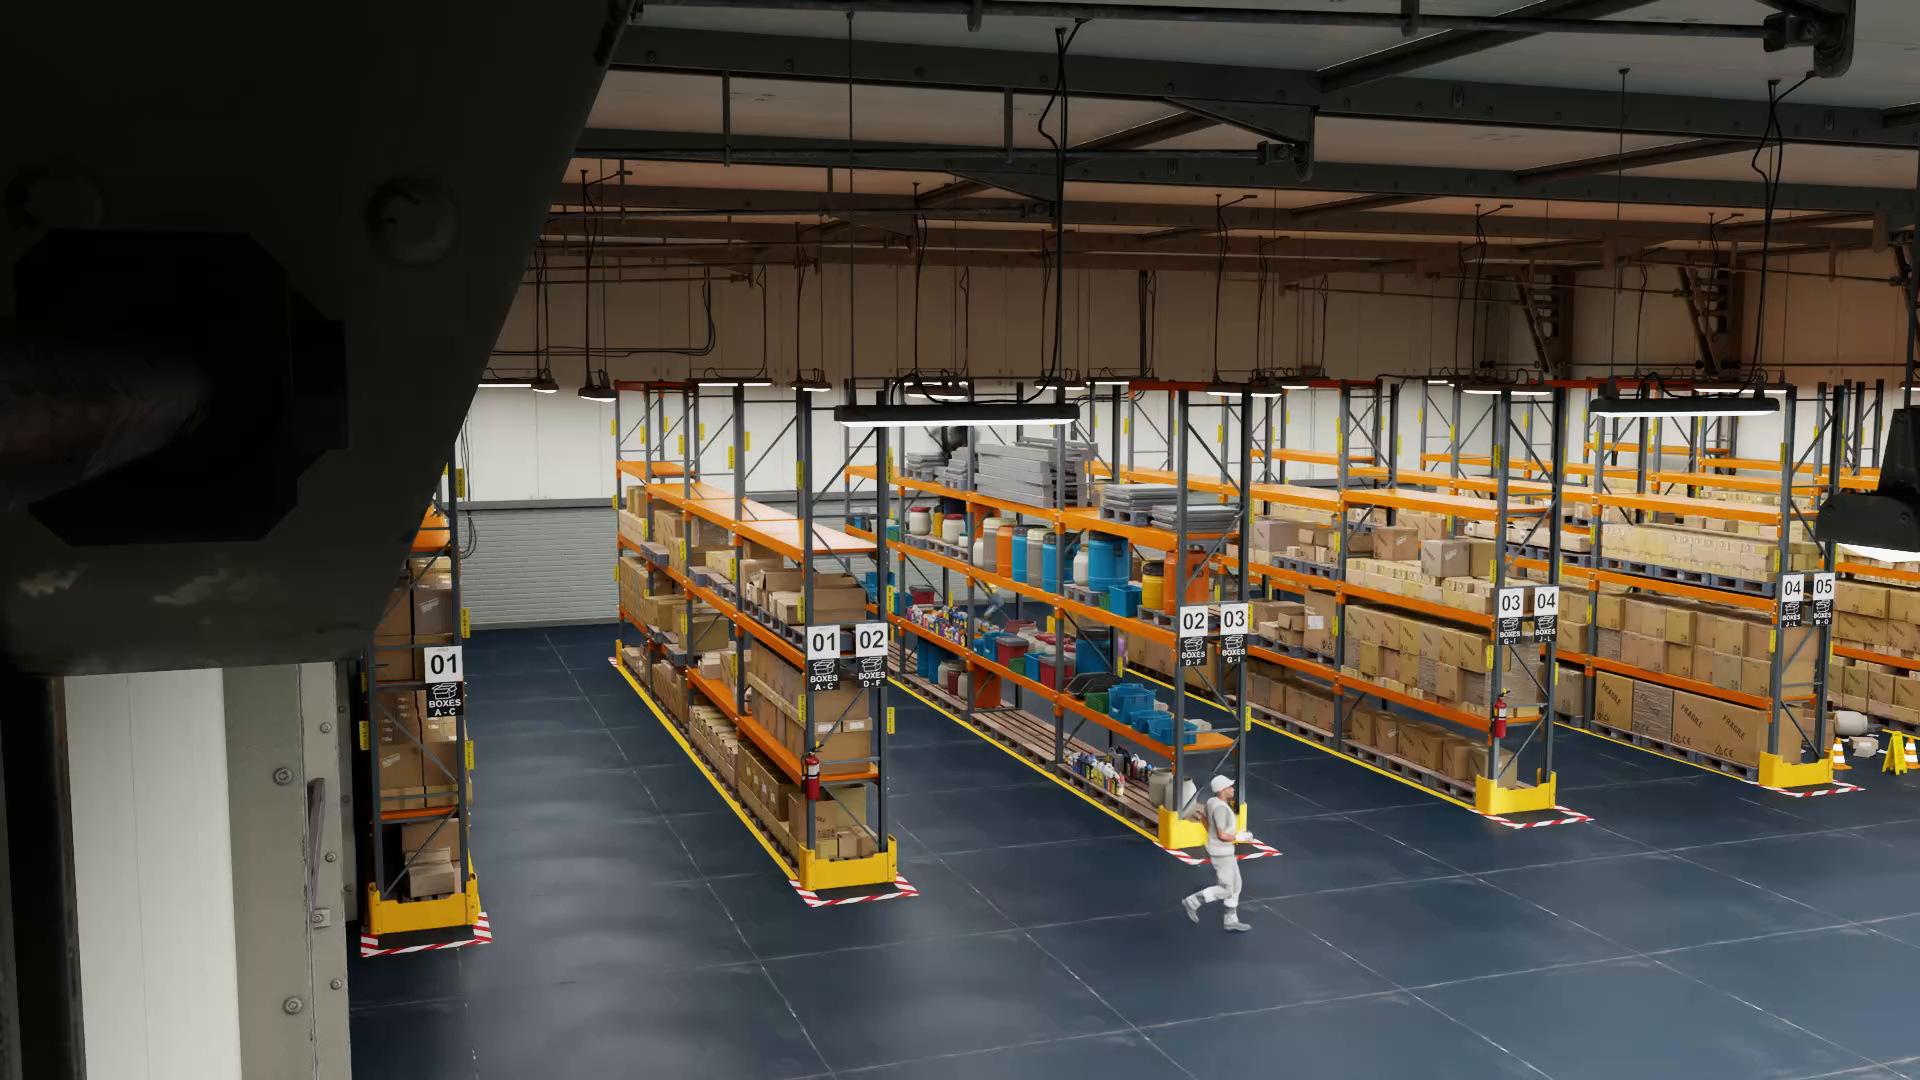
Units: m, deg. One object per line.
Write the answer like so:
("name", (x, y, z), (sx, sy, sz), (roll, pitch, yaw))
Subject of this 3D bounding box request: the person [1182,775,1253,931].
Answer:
("person", (2.870, 3.492, 18.566), (0.782, 1.757, 0.663), (0, 6, 3))

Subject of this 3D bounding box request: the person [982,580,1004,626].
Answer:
("person", (0.796, 1.235, 40.026), (0.597, 1.721, 0.690), (-1, 6, -6))

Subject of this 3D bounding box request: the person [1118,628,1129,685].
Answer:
("person", (2.831, 2.347, 30.488), (0.542, 1.570, 0.555), (-2, 6, -20))
